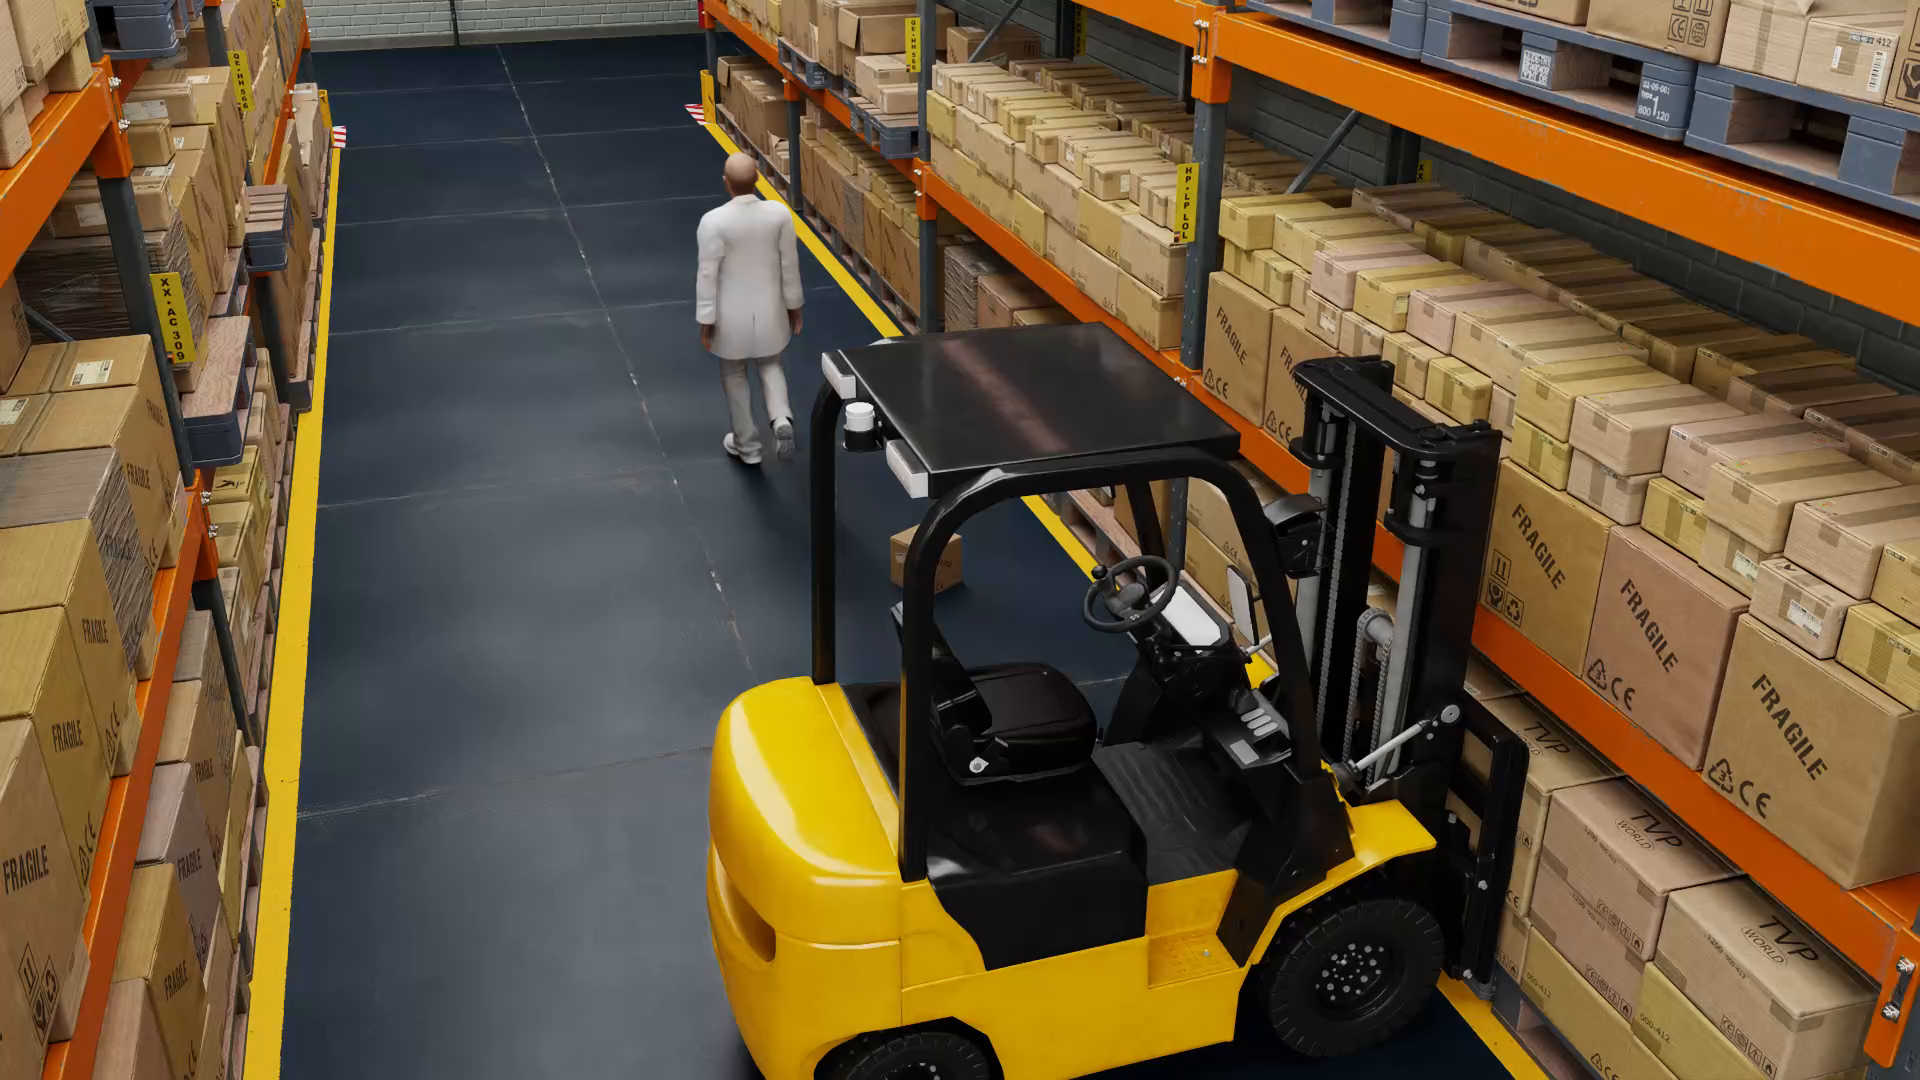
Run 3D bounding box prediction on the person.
[{"bbox_3d":[-1.148,-1.247,9.125,0.624,1.762,0.635,-11,28,-22],"label":"person"}]
